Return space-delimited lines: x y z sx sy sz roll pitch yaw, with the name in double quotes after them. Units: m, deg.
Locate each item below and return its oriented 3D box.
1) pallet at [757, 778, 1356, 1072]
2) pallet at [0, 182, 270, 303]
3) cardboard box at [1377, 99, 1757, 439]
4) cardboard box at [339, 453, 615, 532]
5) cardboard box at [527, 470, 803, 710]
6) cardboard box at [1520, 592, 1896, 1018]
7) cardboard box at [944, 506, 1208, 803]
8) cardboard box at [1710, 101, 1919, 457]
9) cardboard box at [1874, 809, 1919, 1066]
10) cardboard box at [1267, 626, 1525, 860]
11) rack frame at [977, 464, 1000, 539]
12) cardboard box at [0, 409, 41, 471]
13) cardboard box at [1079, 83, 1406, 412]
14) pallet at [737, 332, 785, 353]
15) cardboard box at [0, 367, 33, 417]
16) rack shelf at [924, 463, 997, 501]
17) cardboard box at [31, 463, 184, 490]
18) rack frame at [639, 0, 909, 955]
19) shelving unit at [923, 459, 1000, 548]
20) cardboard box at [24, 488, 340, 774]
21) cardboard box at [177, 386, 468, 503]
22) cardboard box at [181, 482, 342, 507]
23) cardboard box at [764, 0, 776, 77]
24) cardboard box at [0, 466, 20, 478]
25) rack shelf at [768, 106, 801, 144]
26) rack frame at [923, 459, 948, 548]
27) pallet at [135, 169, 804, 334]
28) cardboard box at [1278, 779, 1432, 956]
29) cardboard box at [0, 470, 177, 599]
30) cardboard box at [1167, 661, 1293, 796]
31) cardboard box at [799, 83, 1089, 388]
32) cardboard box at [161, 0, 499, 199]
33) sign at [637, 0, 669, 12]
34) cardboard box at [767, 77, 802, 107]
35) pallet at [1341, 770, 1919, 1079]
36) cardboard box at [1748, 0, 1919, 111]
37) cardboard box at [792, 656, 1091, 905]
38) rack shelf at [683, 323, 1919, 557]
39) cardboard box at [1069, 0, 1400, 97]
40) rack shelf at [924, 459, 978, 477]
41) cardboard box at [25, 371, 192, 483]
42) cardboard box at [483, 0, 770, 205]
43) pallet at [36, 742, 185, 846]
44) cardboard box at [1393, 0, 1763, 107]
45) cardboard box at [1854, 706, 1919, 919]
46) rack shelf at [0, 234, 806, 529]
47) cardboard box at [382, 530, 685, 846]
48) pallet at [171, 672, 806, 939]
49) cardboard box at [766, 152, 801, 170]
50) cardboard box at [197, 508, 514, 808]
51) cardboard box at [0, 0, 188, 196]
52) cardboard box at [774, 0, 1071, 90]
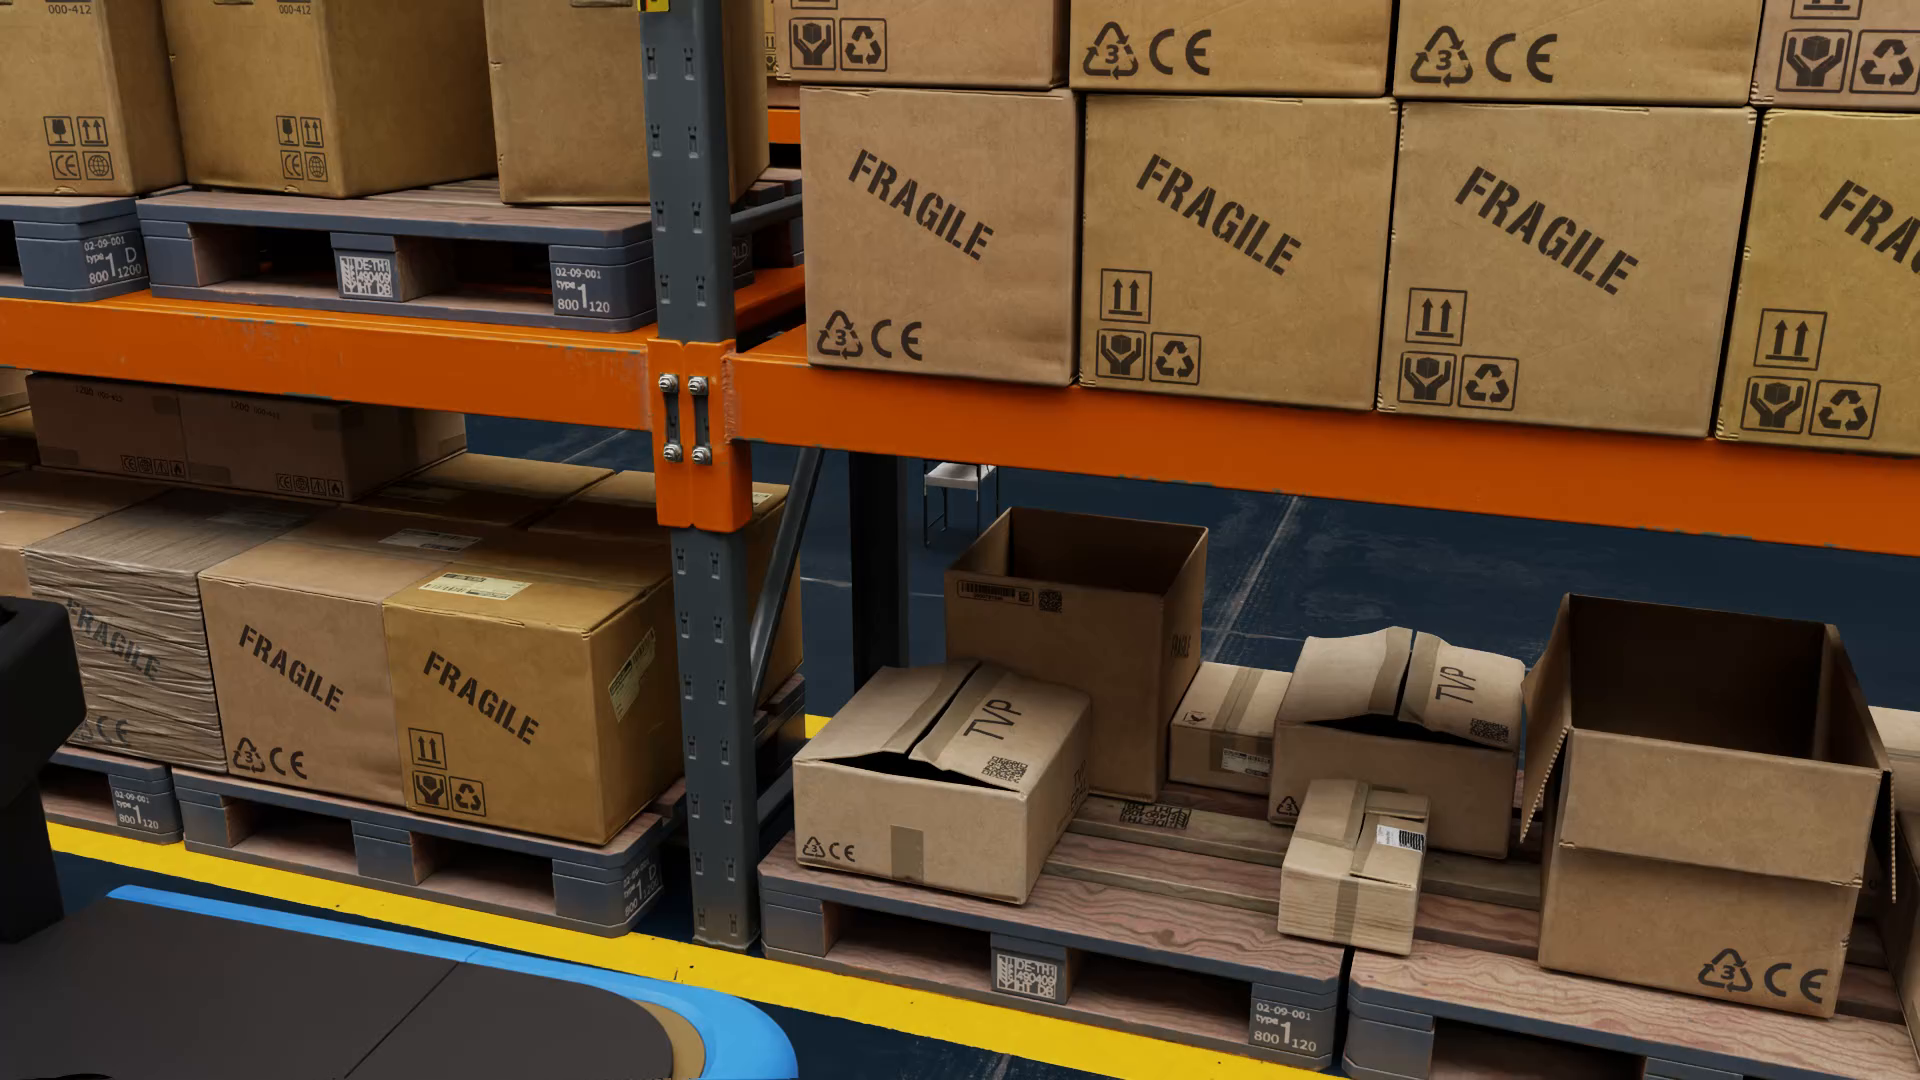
0.297 0.697 3.757 1.213 0.211 1.003 7 20 18 "pallet"
-2.292 -0.827 4.184 1.213 0.211 1.003 7 20 18 "pallet"
0.997 -0.493 2.782 0.500 0.500 0.500 6 20 18 "cardboard box"
-1.236 0.096 4.373 0.500 0.500 0.500 7 20 19 "cardboard box"
-0.729 0.150 4.218 0.500 0.500 0.500 6 20 16 "cardboard box"
1.425 0.478 3.273 0.637 0.503 0.797 7 20 18 "cardboard box"
0.280 0.251 3.927 0.500 0.500 0.500 7 20 18 "cardboard box"
1.478 -0.439 2.625 0.500 0.500 0.500 6 20 17 "cardboard box"
1.945 0.734 2.922 0.500 0.250 0.500 7 20 18 "cardboard box"
0.988 0.422 3.726 0.500 0.311 0.500 7 20 18 "cardboard box"
0.104 -0.413 5.894 0.006 0.900 0.240 7 20 18 "rack frame"
-2.681 -0.070 4.849 0.500 0.500 0.500 6 20 16 "cardboard box"
0.525 -0.548 2.939 0.500 0.500 0.500 7 20 19 "cardboard box"
-0.639 -1.110 8.939 1.213 0.211 1.003 7 20 18 "pallet"
-3.115 -0.475 4.873 0.500 0.250 0.500 7 21 20 "cardboard box"
0.008 -0.223 5.996 0.200 0.077 0.258 7 20 18 "rack shelf"
-2.183 -0.015 4.692 0.500 0.500 0.500 6 20 16 "cardboard box"
-0.352 -0.695 3.512 0.127 3.000 1.000 7 20 18 "rack frame"
0.008 -0.424 5.926 0.210 0.900 0.258 7 20 18 "shelving unit"
-1.850 0.203 4.065 0.500 0.500 0.500 7 20 19 "cardboard box"
-1.673 -0.312 4.405 0.500 0.250 0.500 7 20 18 "cardboard box"
-1.706 0.039 4.535 0.500 0.500 0.500 7 20 19 "cardboard box"
-0.679 -2.565 8.244 0.500 0.500 0.500 7 20 20 "cardboard box"
-2.825 0.094 4.377 0.500 0.500 0.500 6 20 17 "cardboard box"
-0.619 -2.112 8.670 4.000 0.370 1.077 7 20 18 "rack shelf"
-0.088 -0.435 5.957 0.006 0.900 0.240 7 20 18 "rack frame"
-1.071 -0.724 3.888 1.213 0.211 1.003 7 20 18 "pallet"
0.794 0.638 3.324 0.250 0.166 0.380 7 20 18 "cardboard box"
-2.331 0.149 4.220 0.500 0.500 0.500 6 20 16 "cardboard box"
0.654 0.439 3.922 0.250 0.149 0.380 7 20 18 "cardboard box"
0.040 -0.602 3.094 0.500 0.500 0.500 7 20 19 "cardboard box"
-1.396 -1.115 3.929 0.500 0.500 0.700 10 22 27 "cardboard box"
-0.530 -1.068 2.825 0.005 0.325 0.100 7 20 18 "sign"
-0.820 -2.288 8.435 0.250 0.149 0.380 7 20 18 "cardboard box"
1.453 0.828 3.381 1.213 0.211 1.003 7 20 18 "pallet"
1.462 -0.909 2.455 0.500 0.500 0.500 7 20 20 "cardboard box"
-0.026 0.480 3.559 0.500 0.311 0.500 7 20 18 "cardboard box"
1.538 -0.139 3.010 4.000 0.370 1.077 7 20 18 "rack shelf"
0.489 -1.020 2.774 0.500 0.500 0.500 6 20 16 "cardboard box"
0.008 -0.308 5.966 0.200 0.077 0.258 7 20 18 "rack shelf"
-2.147 -0.366 4.560 0.500 0.250 0.500 6 20 17 "cardboard box"
-0.726 -1.061 3.773 0.500 0.500 0.700 0 19 0 "cardboard box"
-2.289 0.415 4.566 1.213 0.211 1.003 7 20 18 "pallet"
0.974 -0.964 2.615 0.500 0.500 0.500 6 20 16 "cardboard box"
2.062 0.573 3.384 0.500 0.250 0.500 7 20 18 "cardboard box"
-2.241 -0.571 4.250 4.000 0.370 1.077 7 20 18 "rack shelf"
-0.912 0.314 3.748 0.500 0.500 0.500 6 20 18 "cardboard box"
-1.132 0.546 4.189 1.213 0.211 1.003 7 20 18 "pallet"
-1.031 -1.634 8.834 0.750 0.750 0.750 6 20 18 "cardboard box"
-1.376 0.258 3.909 0.500 0.500 0.500 7 20 18 "cardboard box"
-2.041 -1.112 3.919 0.500 0.500 0.700 1 19 4 "cardboard box"
0.001 -1.076 2.934 0.500 0.500 0.500 7 20 19 "cardboard box"
